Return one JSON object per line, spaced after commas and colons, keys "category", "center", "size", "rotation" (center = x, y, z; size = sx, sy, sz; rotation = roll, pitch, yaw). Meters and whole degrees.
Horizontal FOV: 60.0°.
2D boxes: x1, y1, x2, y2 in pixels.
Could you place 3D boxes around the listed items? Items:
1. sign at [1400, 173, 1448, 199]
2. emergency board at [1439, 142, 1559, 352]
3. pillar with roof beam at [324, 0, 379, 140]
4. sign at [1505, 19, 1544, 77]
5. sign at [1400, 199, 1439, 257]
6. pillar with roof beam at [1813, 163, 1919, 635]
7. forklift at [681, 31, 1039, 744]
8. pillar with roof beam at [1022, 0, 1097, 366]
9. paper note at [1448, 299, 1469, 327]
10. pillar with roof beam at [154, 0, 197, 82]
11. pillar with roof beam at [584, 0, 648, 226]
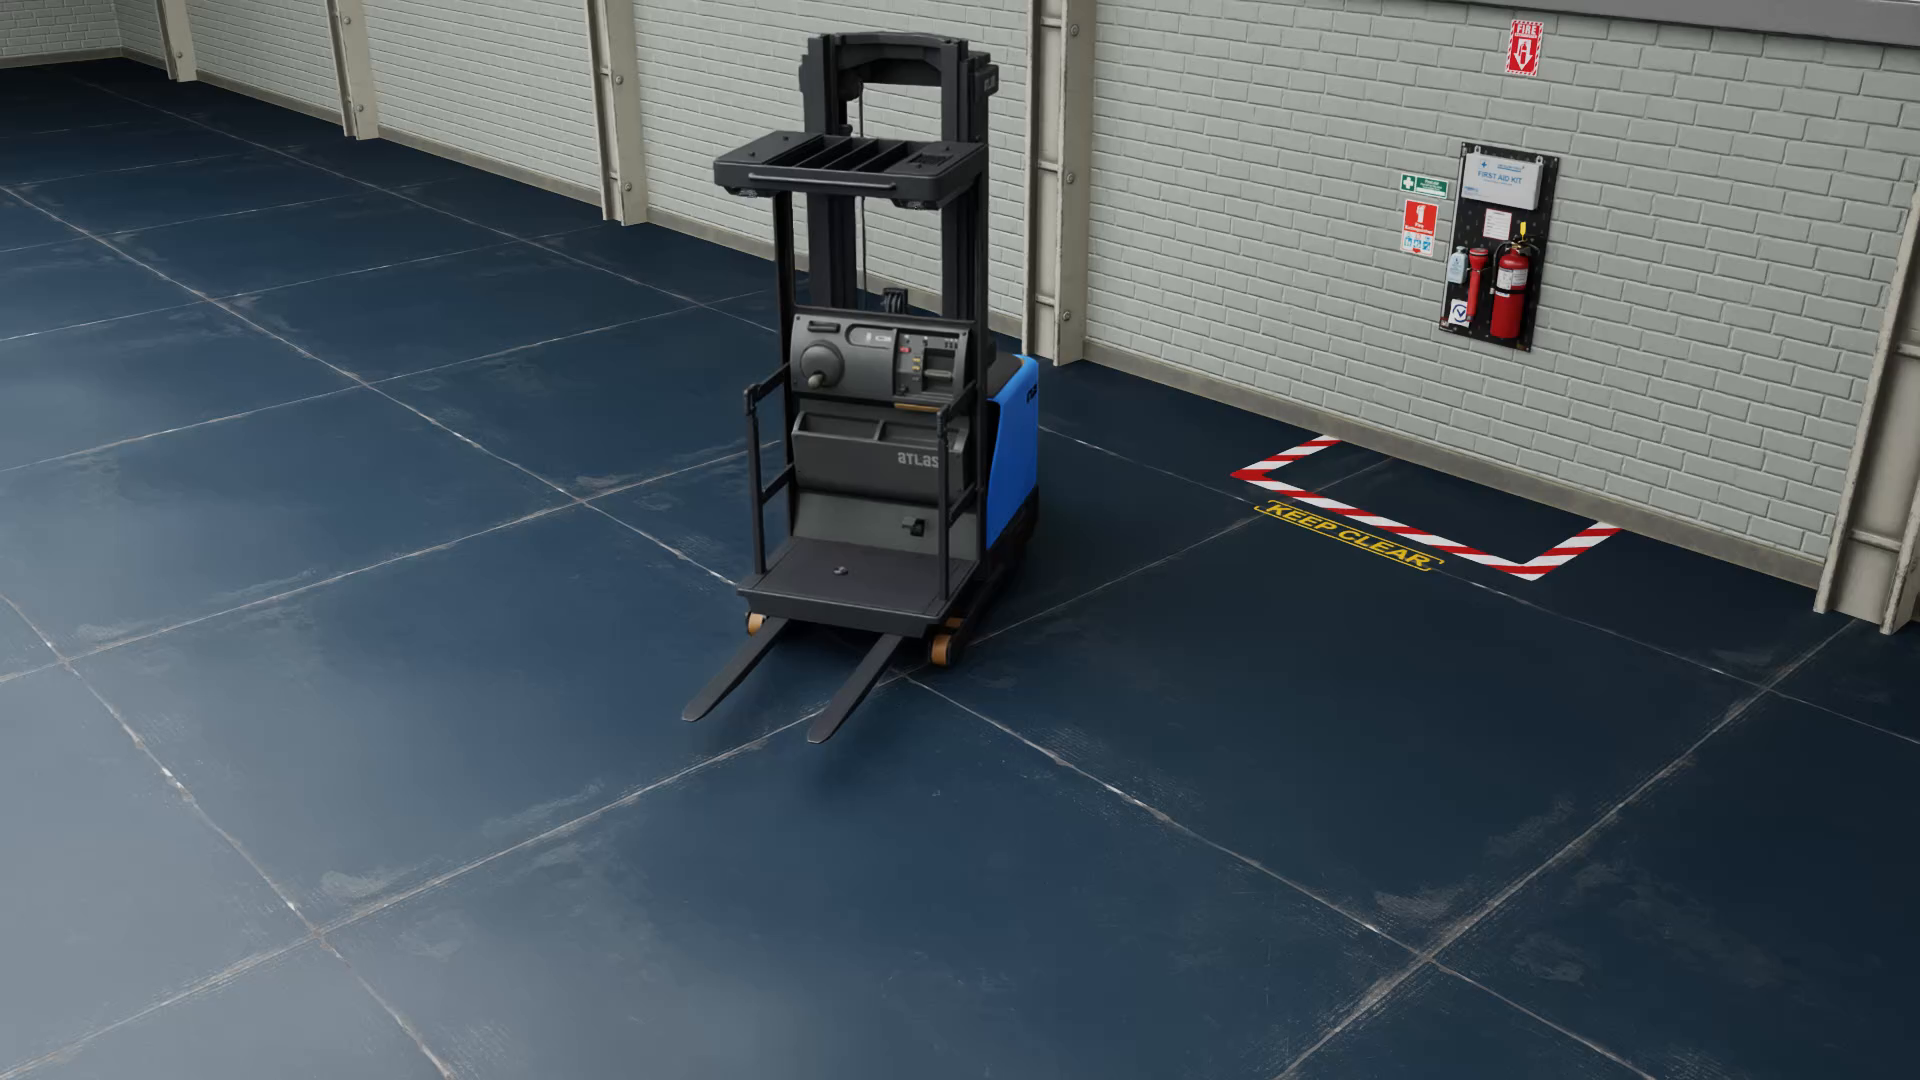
{"category": "sign", "center": [2.855, -2.180, 10.234], "size": [0.001, 0.109, 0.331], "rotation": [-21, 32, -38]}
{"category": "emergency board", "center": [3.161, -1.730, 9.928], "size": [0.194, 1.169, 0.643], "rotation": [-21, 32, -38]}
{"category": "pillar with roof beam", "center": [-10.623, -7.932, 16.295], "size": [9.100, 9.000, 0.400], "rotation": [-21, 32, -38]}
{"category": "sign", "center": [3.228, -2.815, 9.515], "size": [0.001, 0.298, 0.199], "rotation": [-21, 32, -38]}
{"category": "sign", "center": [2.858, -1.943, 10.352], "size": [0.001, 0.329, 0.234], "rotation": [-21, 32, -38]}
{"category": "pillar with roof beam", "center": [1.680, -2.479, 4.341], "size": [9.100, 9.000, 0.400], "rotation": [-21, 32, -38]}
{"category": "forklift", "center": [-0.471, -0.883, 8.153], "size": [1.130, 2.935, 3.031], "rotation": [8, 26, 16]}
{"category": "pillar with roof beam", "center": [-2.421, -4.297, 8.326], "size": [9.100, 9.000, 0.400], "rotation": [-21, 32, -38]}
{"category": "paper note", "center": [3.090, -1.403, 10.272], "size": [0.016, 0.148, 0.142], "rotation": [-21, 32, -38]}
{"category": "pillar with roof beam", "center": [-14.724, -9.750, 20.280], "size": [9.100, 9.000, 0.400], "rotation": [-21, 32, -38]}
{"category": "pillar with roof beam", "center": [-6.522, -6.114, 12.311], "size": [9.100, 9.000, 0.400], "rotation": [-21, 32, -38]}
